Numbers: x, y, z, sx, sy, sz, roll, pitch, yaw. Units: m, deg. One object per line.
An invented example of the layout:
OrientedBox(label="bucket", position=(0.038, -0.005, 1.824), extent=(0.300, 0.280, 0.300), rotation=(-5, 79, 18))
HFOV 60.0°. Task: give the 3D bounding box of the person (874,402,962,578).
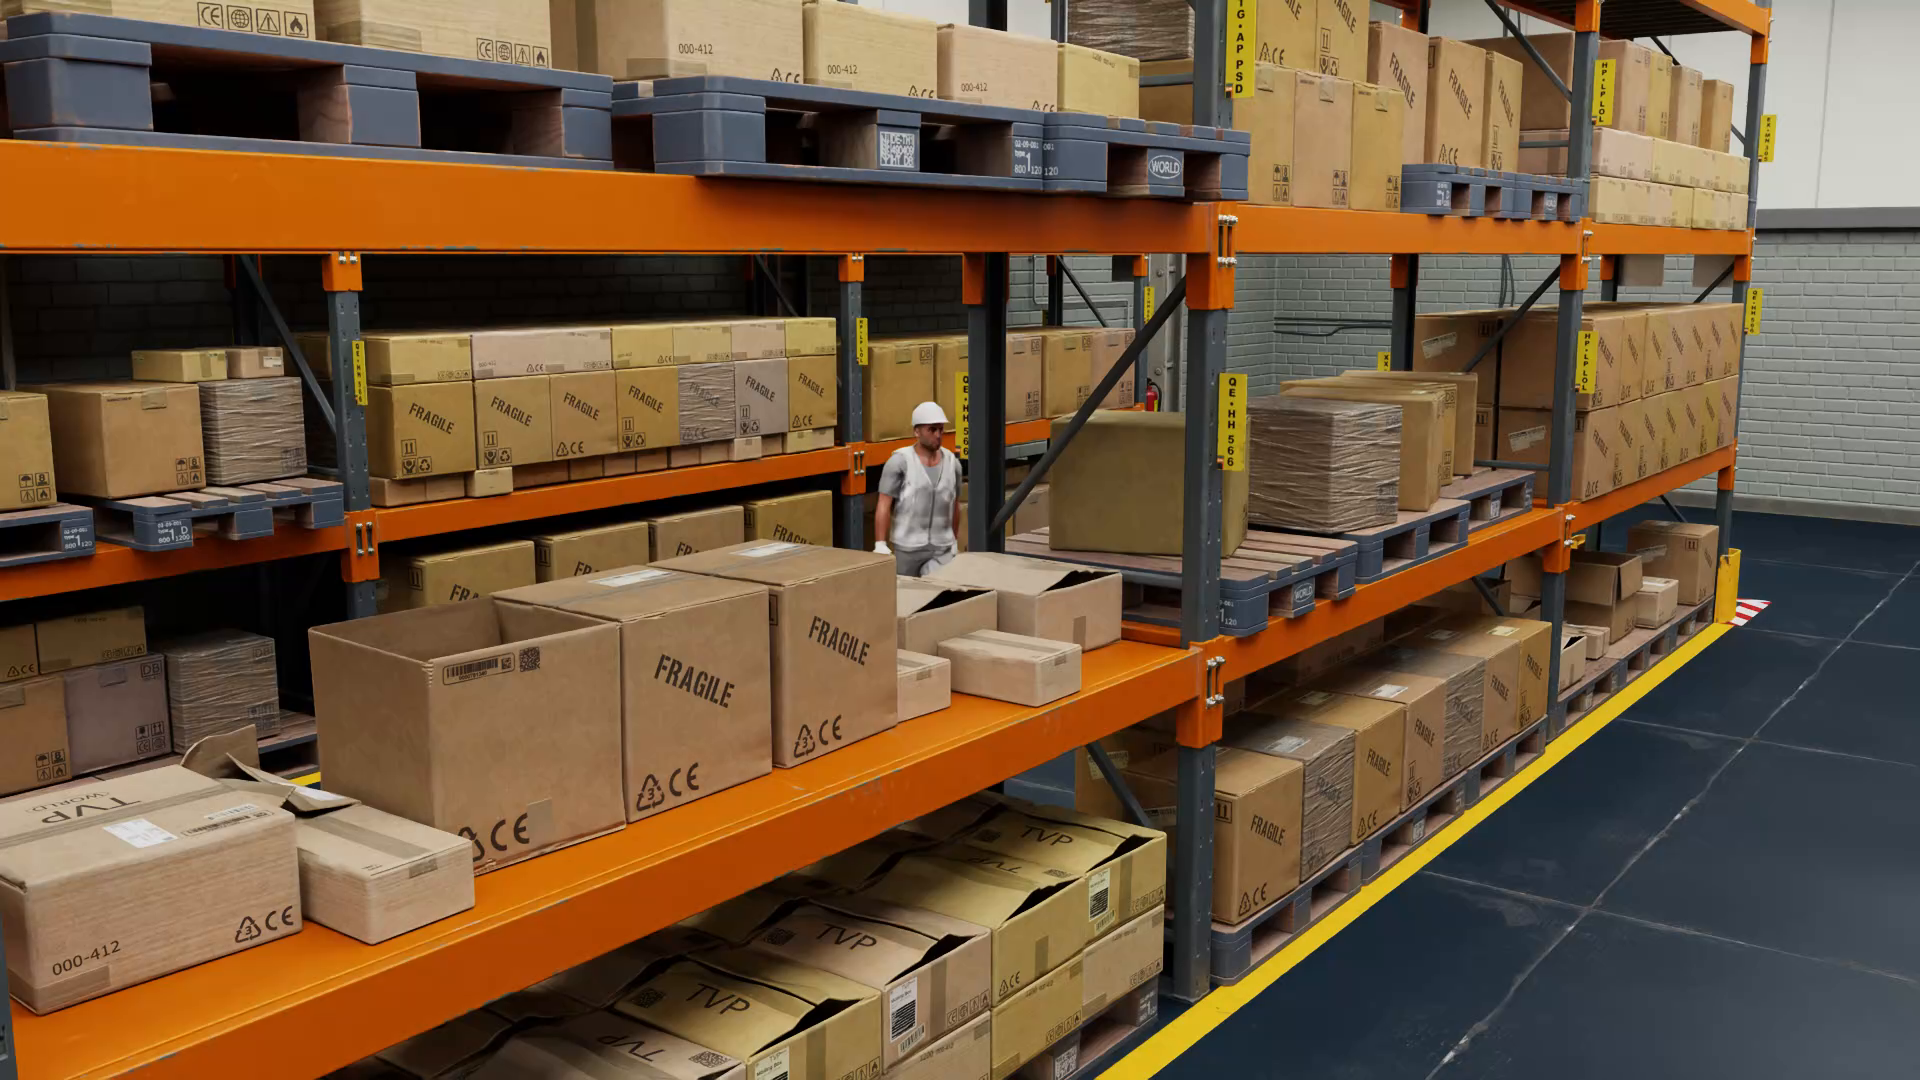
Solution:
OrientedBox(label="person", position=(-0.278, 0.049, 10.065), extent=(0.639, 1.773, 0.921), rotation=(-4, 10, -21))
